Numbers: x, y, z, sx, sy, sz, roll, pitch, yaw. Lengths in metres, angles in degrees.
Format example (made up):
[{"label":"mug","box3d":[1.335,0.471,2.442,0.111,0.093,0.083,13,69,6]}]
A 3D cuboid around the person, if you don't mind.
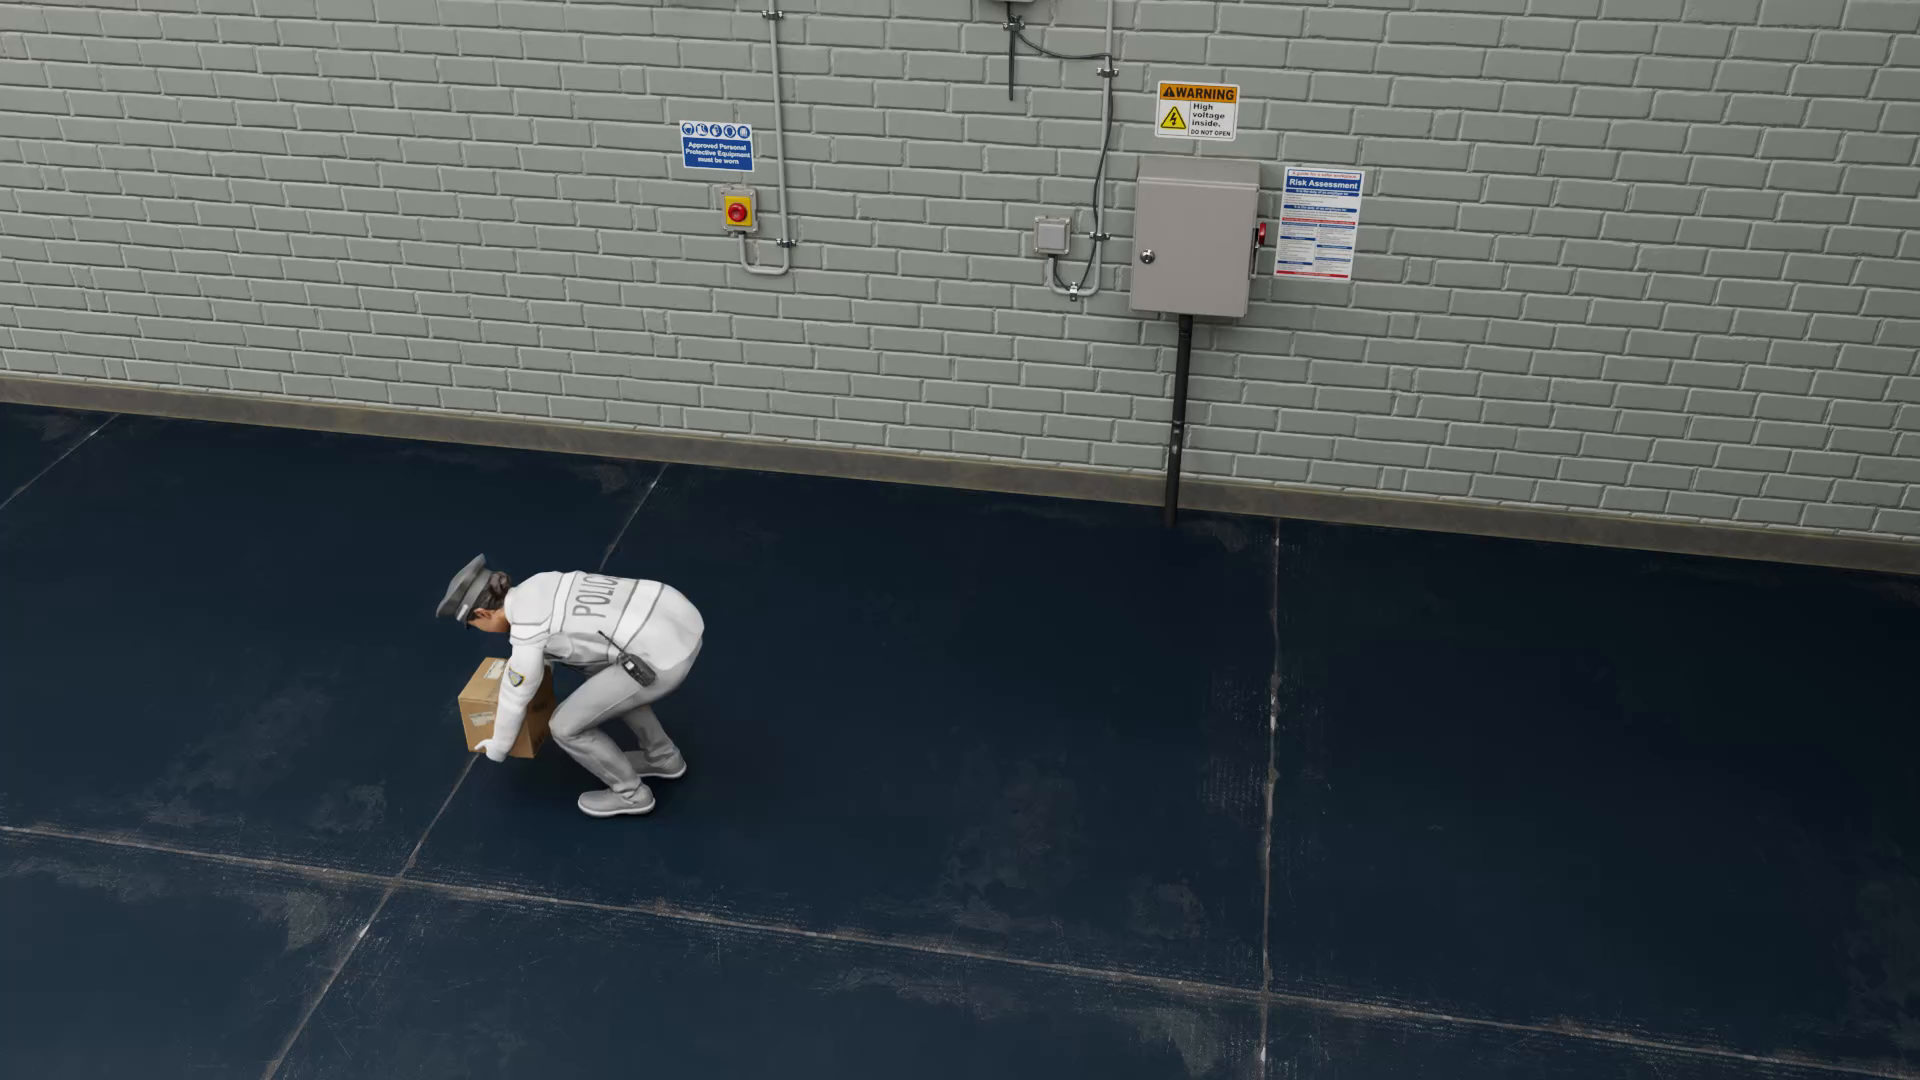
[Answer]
[{"label":"person","box3d":[-1.337,0.524,5.972,0.863,0.963,0.454,4,33,6]}]
